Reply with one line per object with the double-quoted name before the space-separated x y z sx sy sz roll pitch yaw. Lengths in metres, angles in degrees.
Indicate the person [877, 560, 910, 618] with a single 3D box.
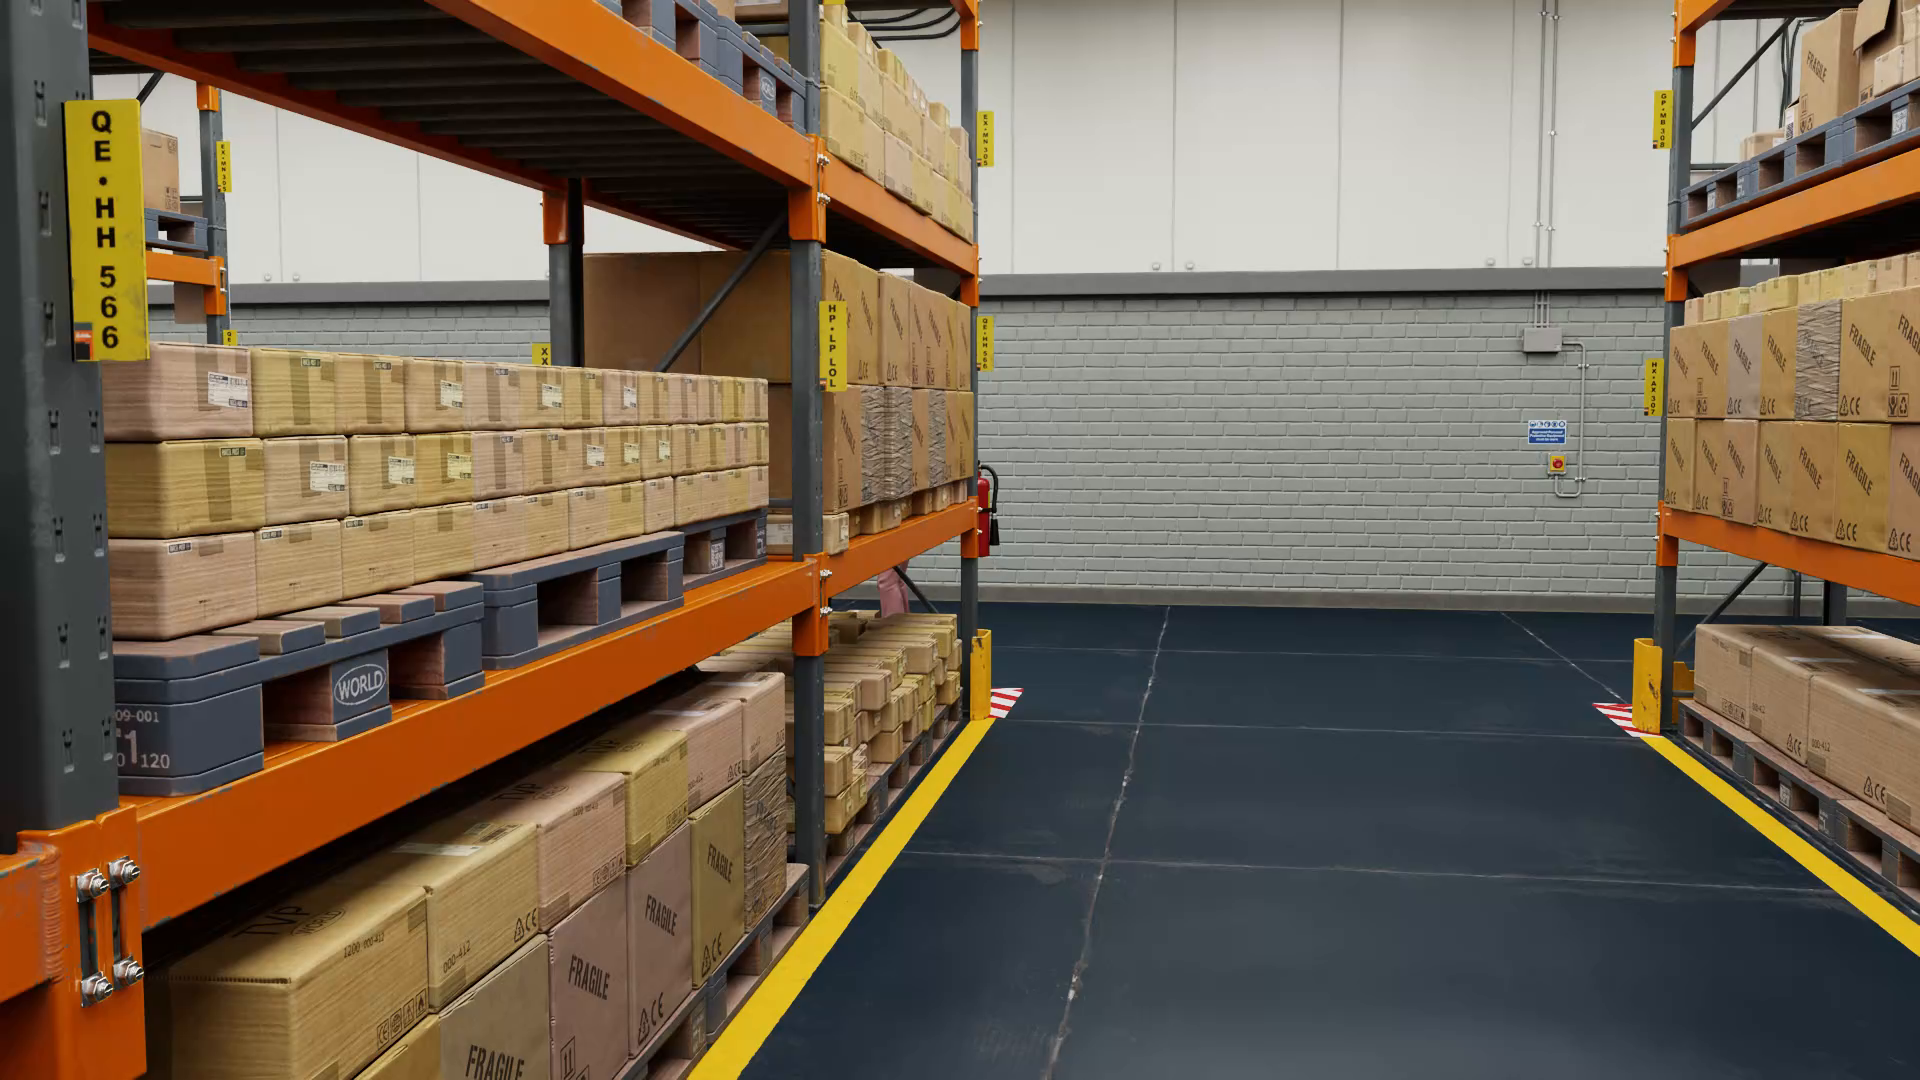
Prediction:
"person" -0.530 -0.014 13.042 0.349 1.672 0.508 1 5 7
